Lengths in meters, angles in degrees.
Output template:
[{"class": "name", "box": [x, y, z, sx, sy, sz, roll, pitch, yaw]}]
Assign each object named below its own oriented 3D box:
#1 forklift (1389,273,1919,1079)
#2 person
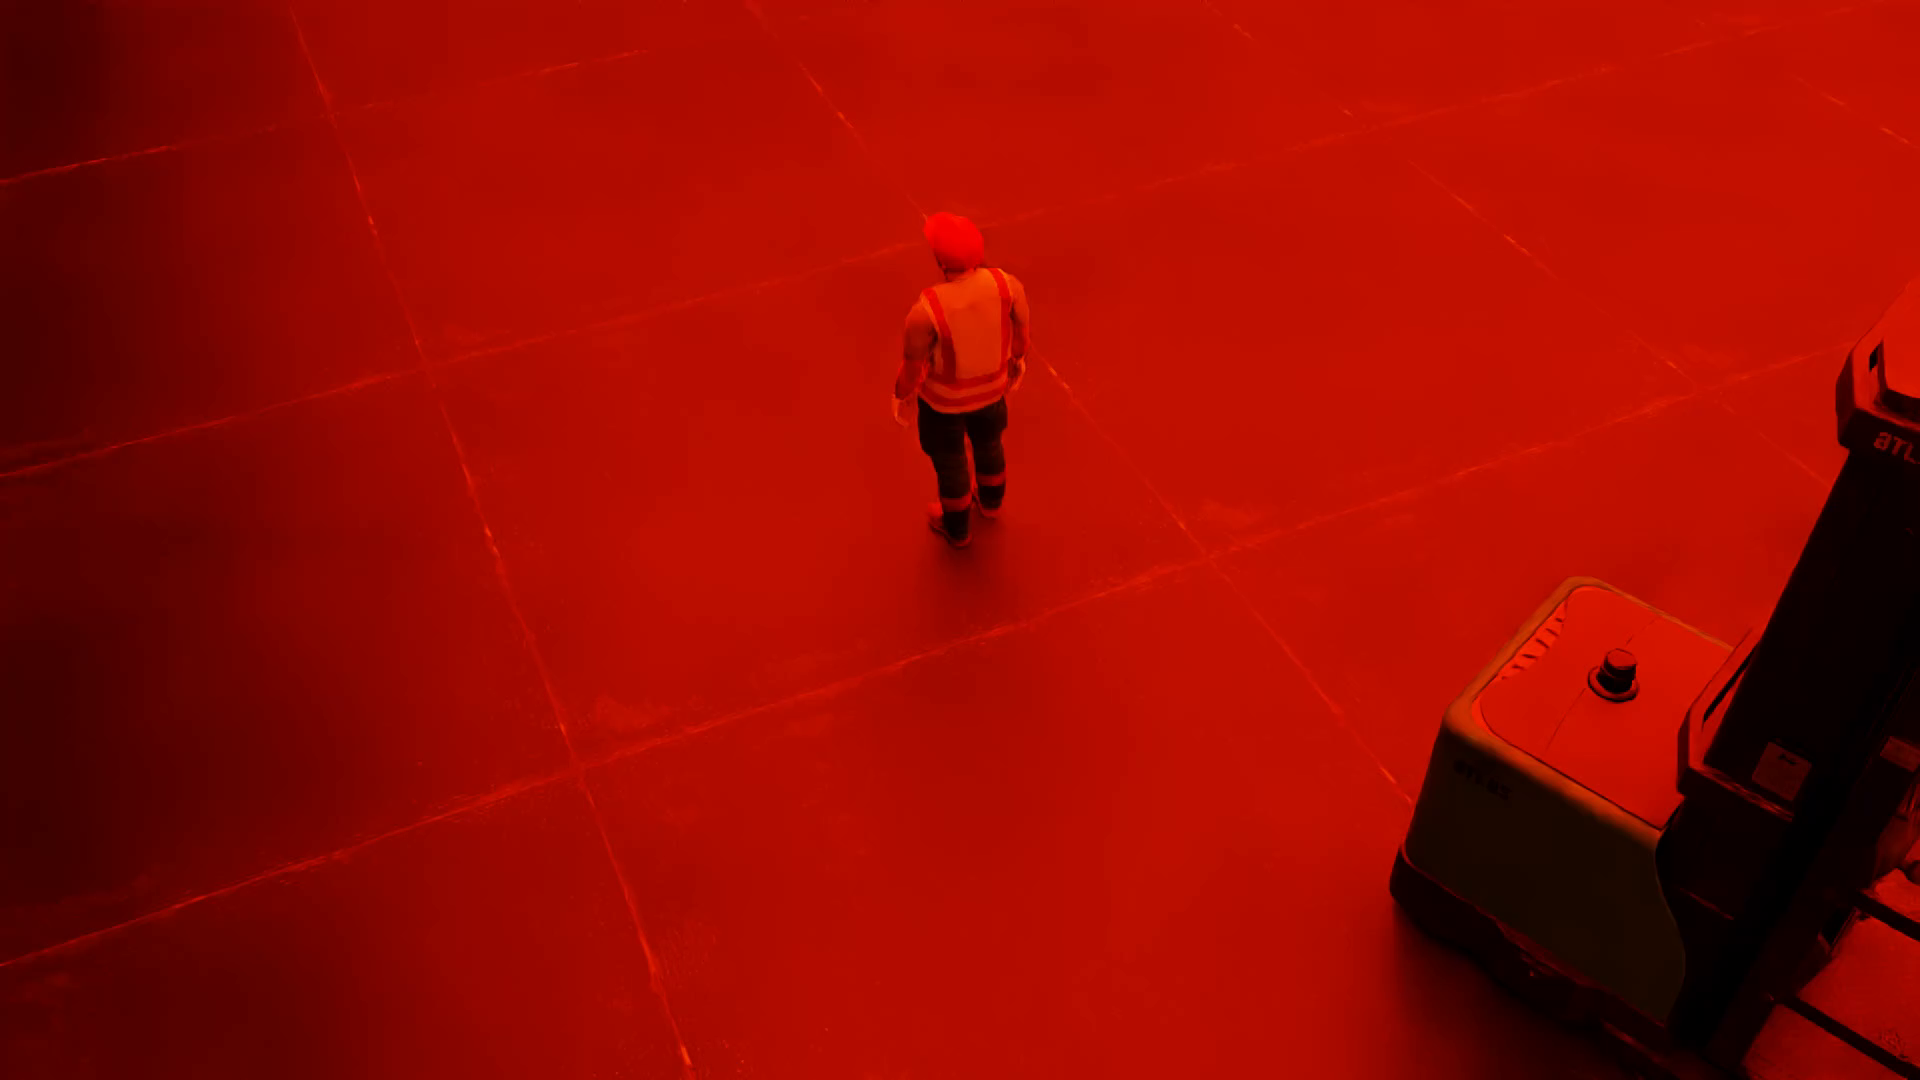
[{"class": "forklift", "box": [3.057, 0.739, 4.889, 3.031, 2.935, 1.130, 32, 52, 29]}, {"class": "person", "box": [-0.024, -0.712, 7.270, 0.637, 1.787, 0.563, -18, 46, -18]}]
